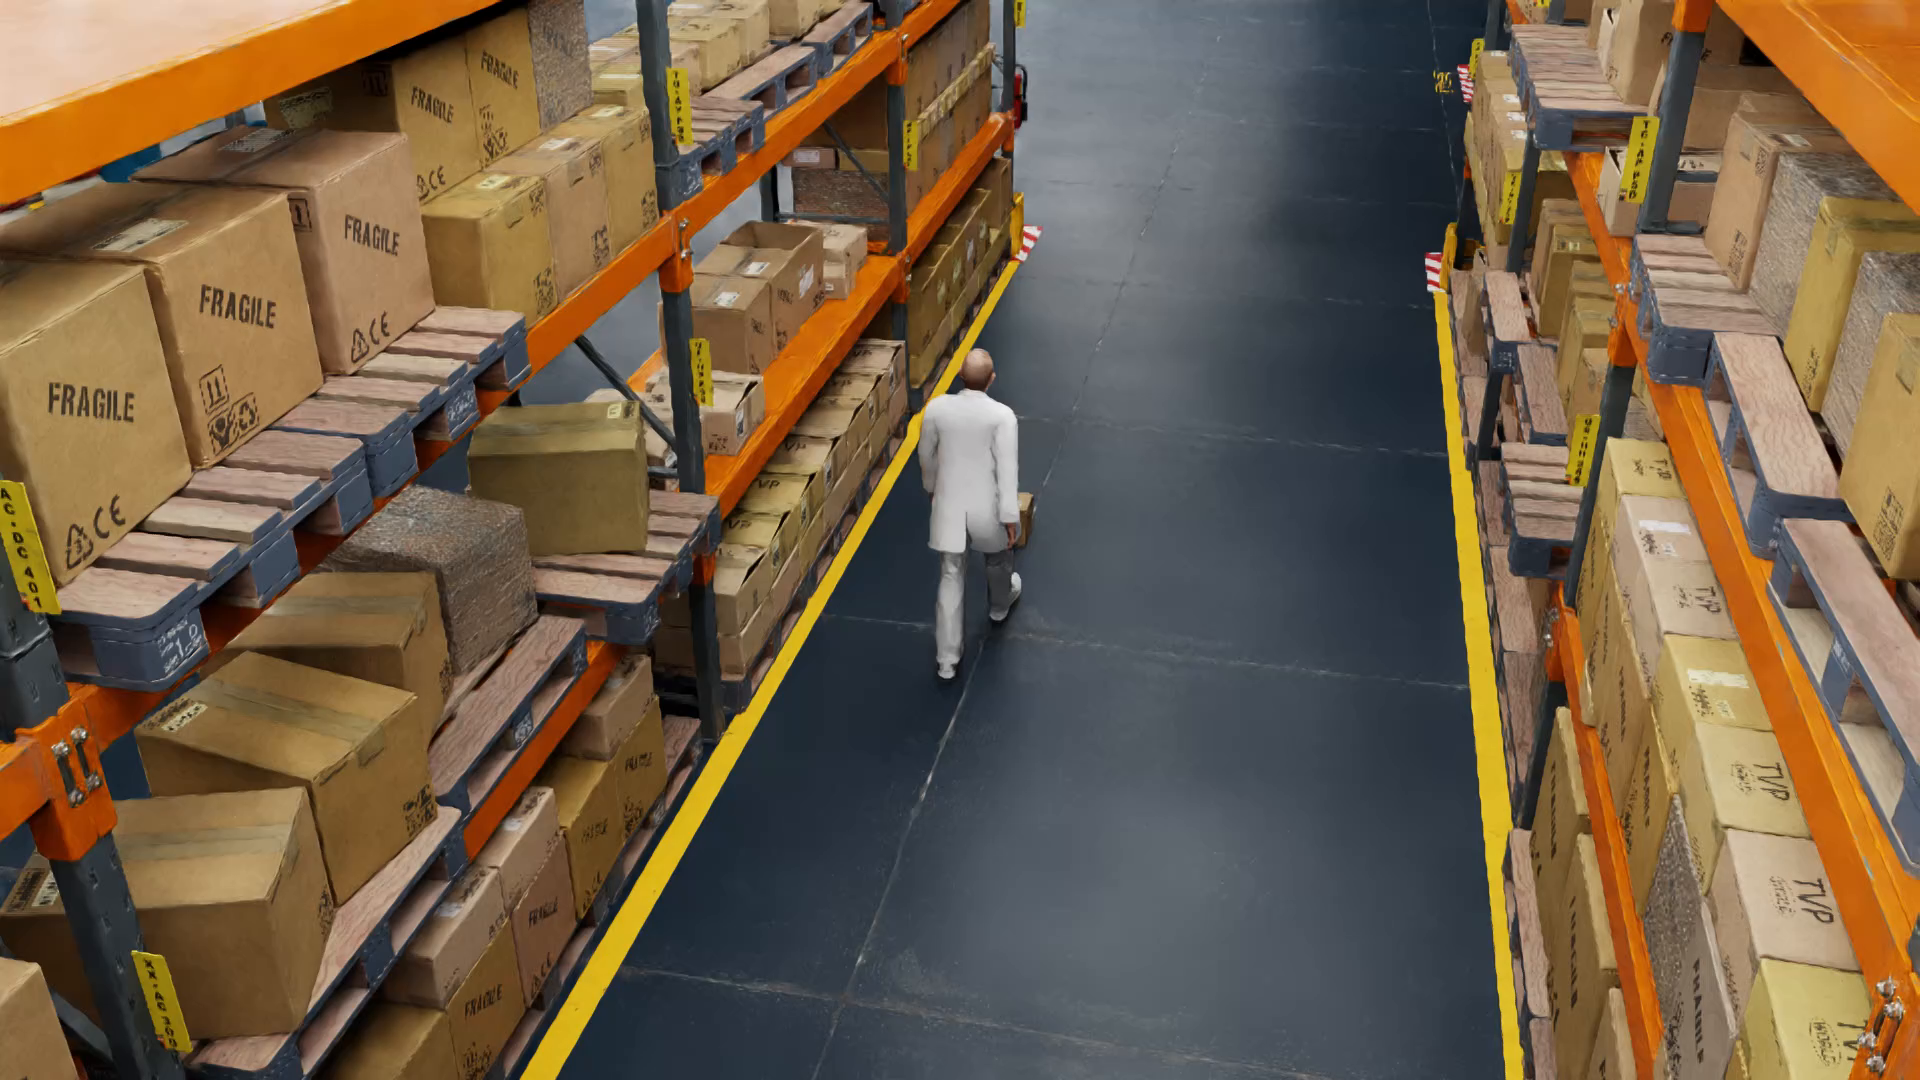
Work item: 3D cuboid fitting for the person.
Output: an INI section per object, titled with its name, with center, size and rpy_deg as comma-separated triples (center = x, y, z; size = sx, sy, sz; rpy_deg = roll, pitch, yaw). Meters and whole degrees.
[person]
center = 0.074, -0.243, 9.051
size = 0.616, 1.684, 1.053
rpy_deg = 7, 29, 12
